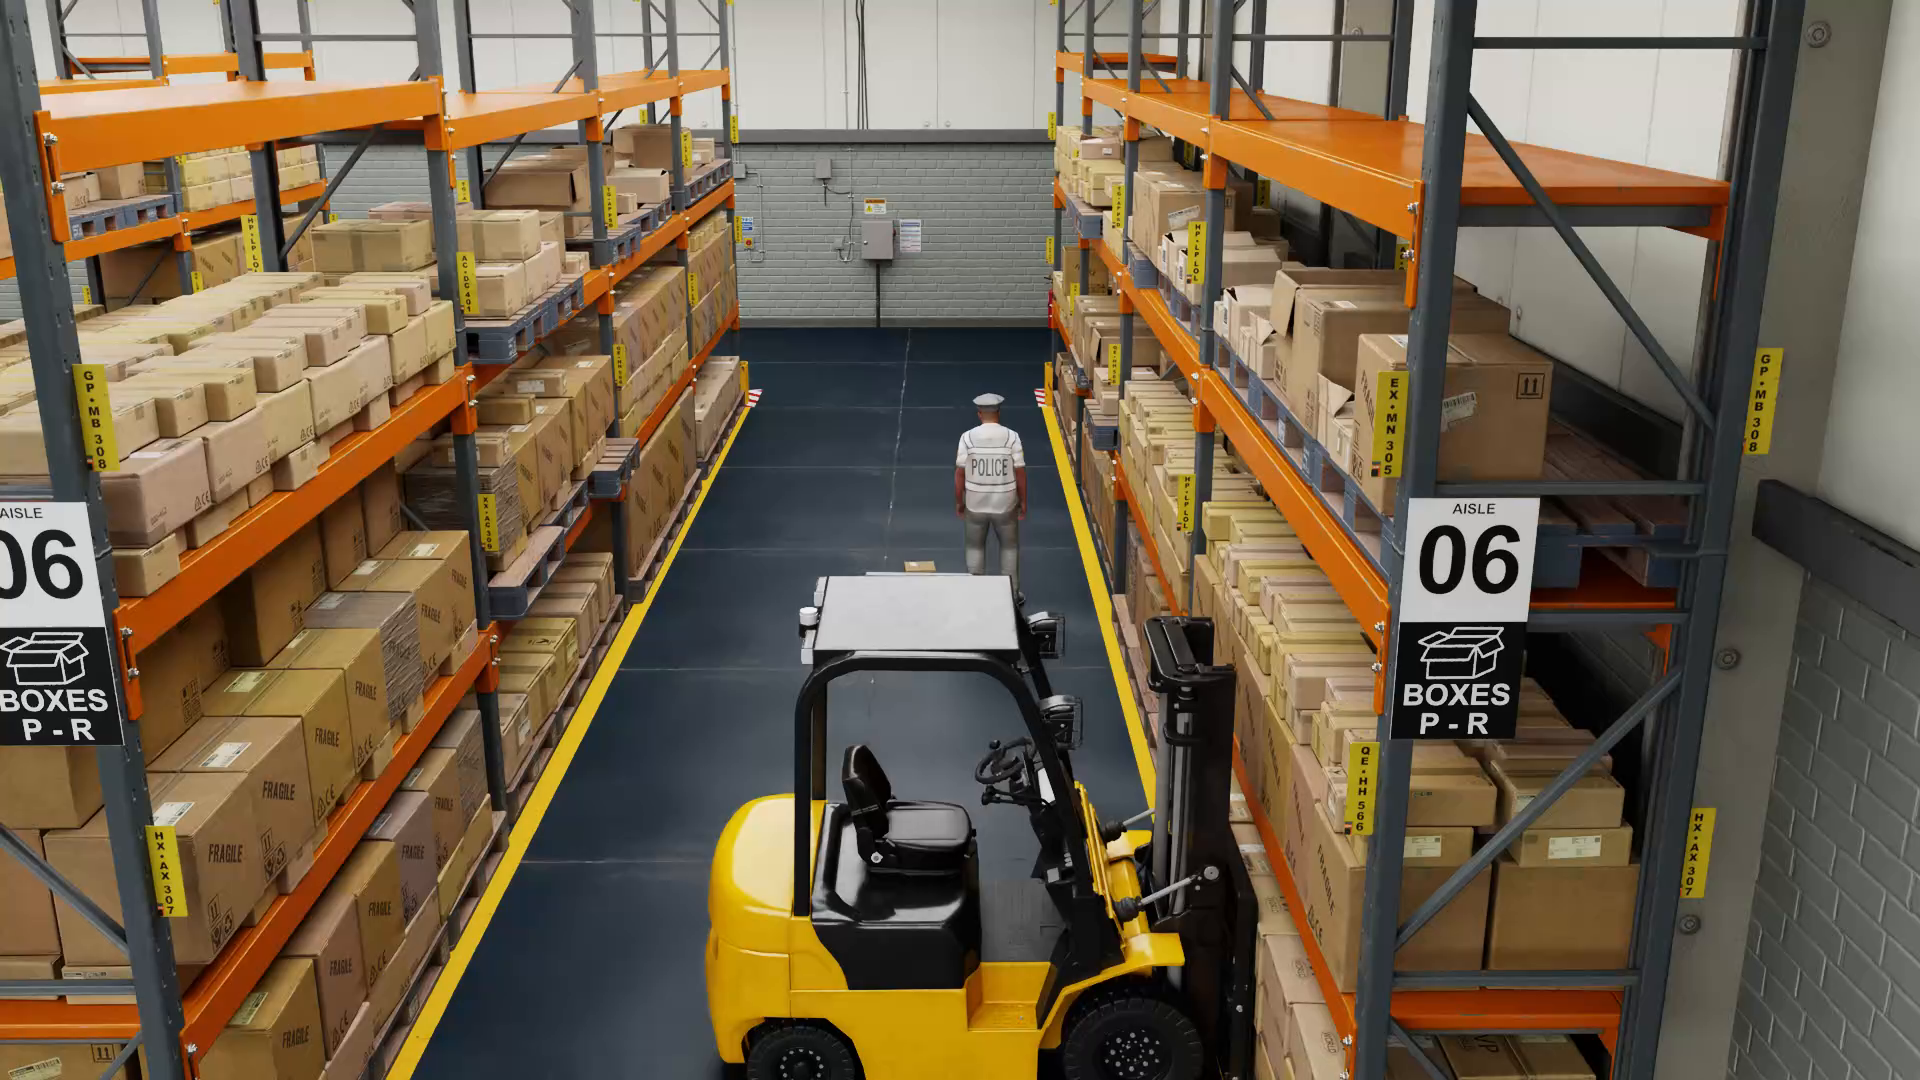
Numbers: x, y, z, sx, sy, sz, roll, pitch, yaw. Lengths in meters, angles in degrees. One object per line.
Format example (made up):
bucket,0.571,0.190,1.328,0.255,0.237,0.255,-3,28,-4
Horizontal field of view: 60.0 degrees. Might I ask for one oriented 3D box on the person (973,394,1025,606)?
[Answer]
person,0.289,-0.307,13.535,0.500,1.747,0.340,1,17,3
